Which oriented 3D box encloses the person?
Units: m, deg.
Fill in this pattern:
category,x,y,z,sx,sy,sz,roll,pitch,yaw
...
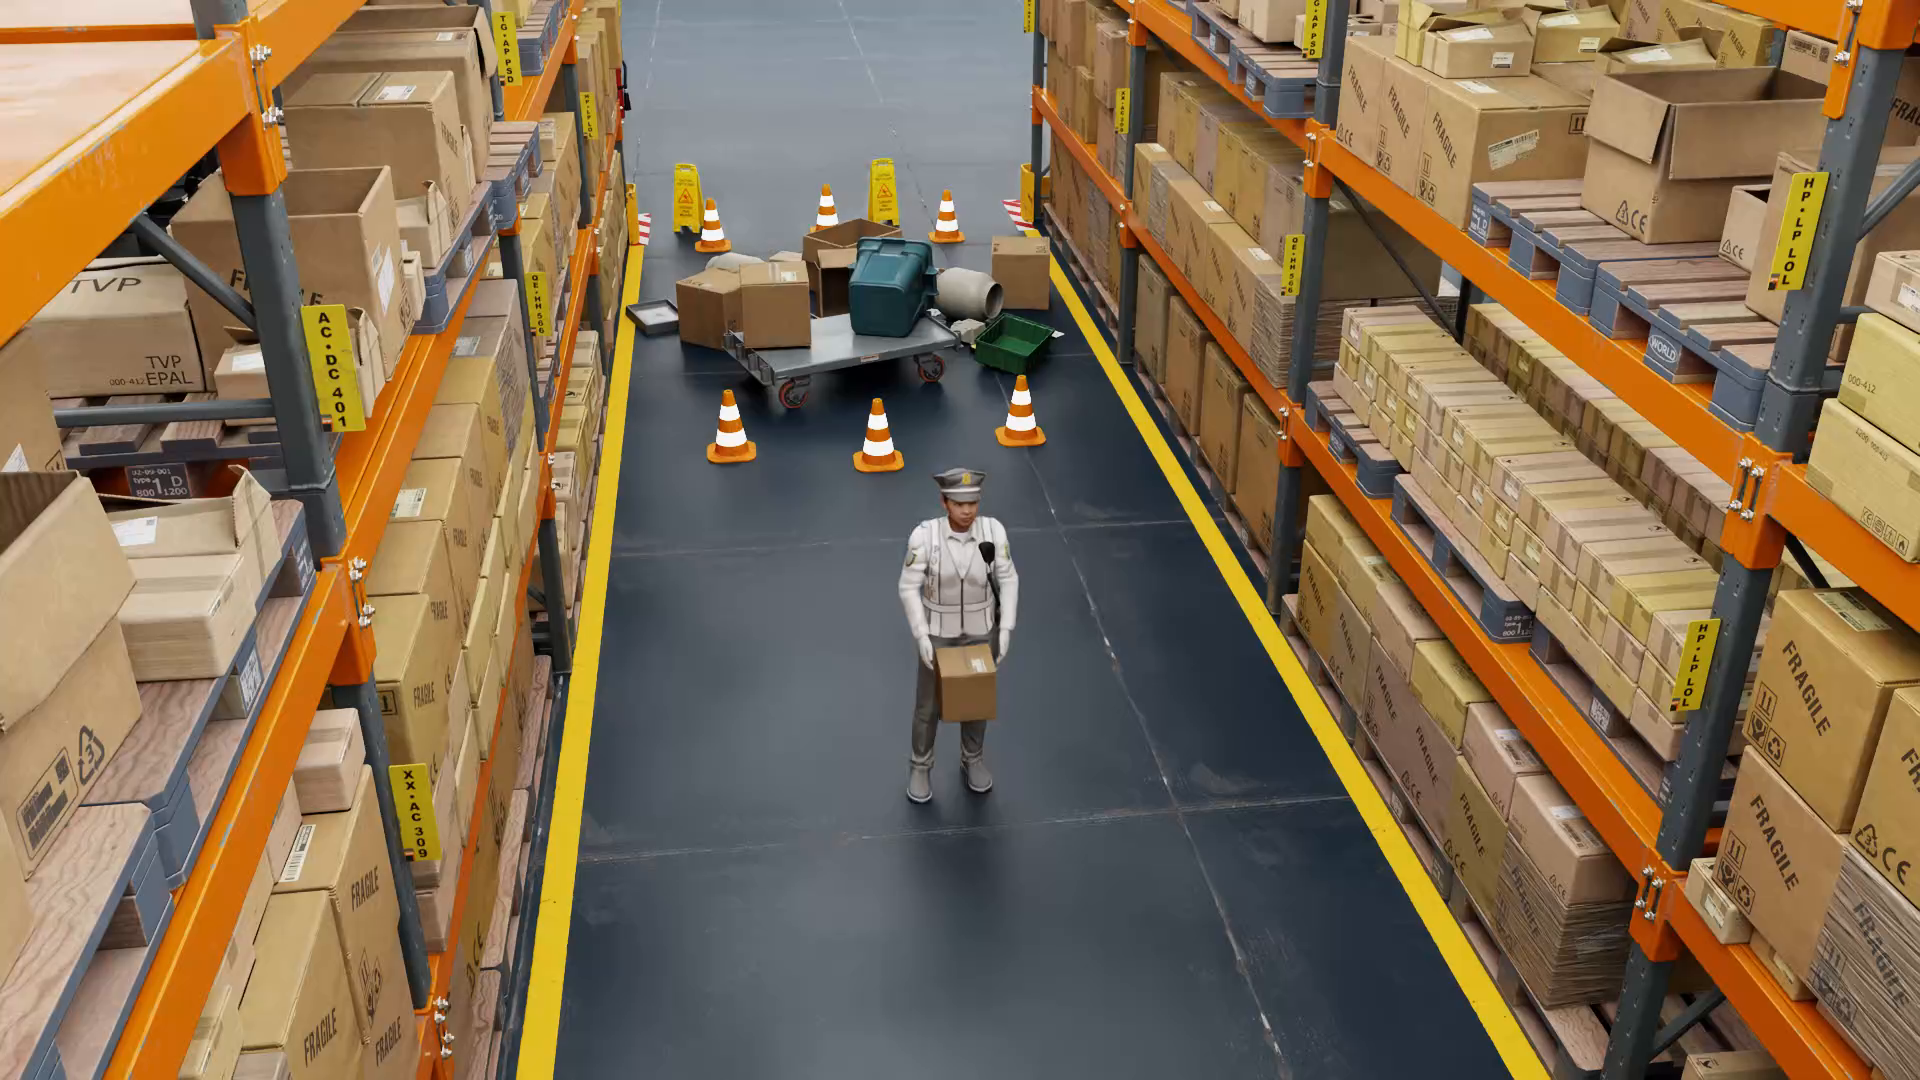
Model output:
category,x,y,z,sx,sy,sz,roll,pitch,yaw
person,0.002,0.437,7.733,0.568,1.694,0.387,-4,28,-7
